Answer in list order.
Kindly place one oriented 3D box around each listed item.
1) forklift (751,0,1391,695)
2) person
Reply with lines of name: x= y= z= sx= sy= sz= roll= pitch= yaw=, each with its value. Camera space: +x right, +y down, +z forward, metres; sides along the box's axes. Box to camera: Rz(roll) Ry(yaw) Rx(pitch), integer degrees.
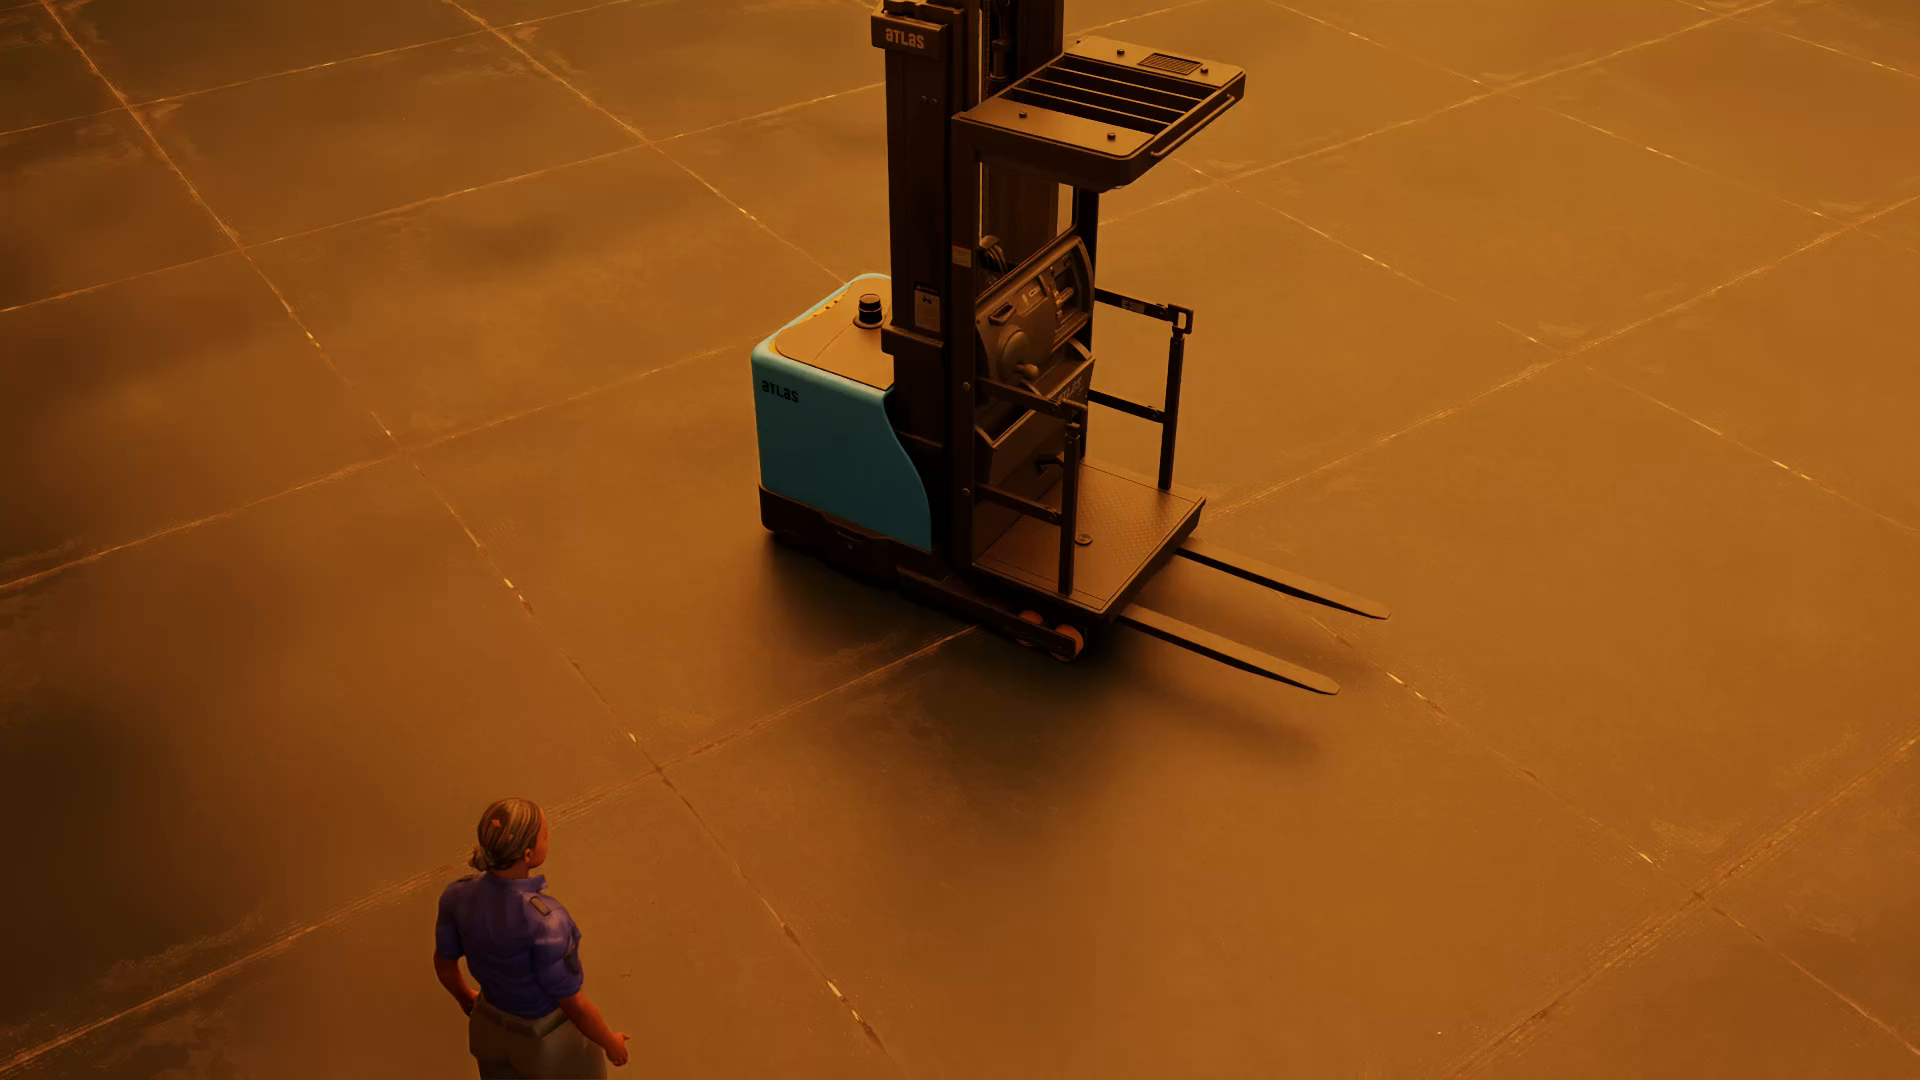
forklift: x=0.514 y=-0.985 z=7.276 sx=3.031 sy=2.935 sz=1.130 roll=21 pitch=41 yaw=26
person: x=-1.292 y=1.448 z=5.066 sx=0.613 sy=1.660 sz=0.406 roll=16 pitch=39 yaw=20
